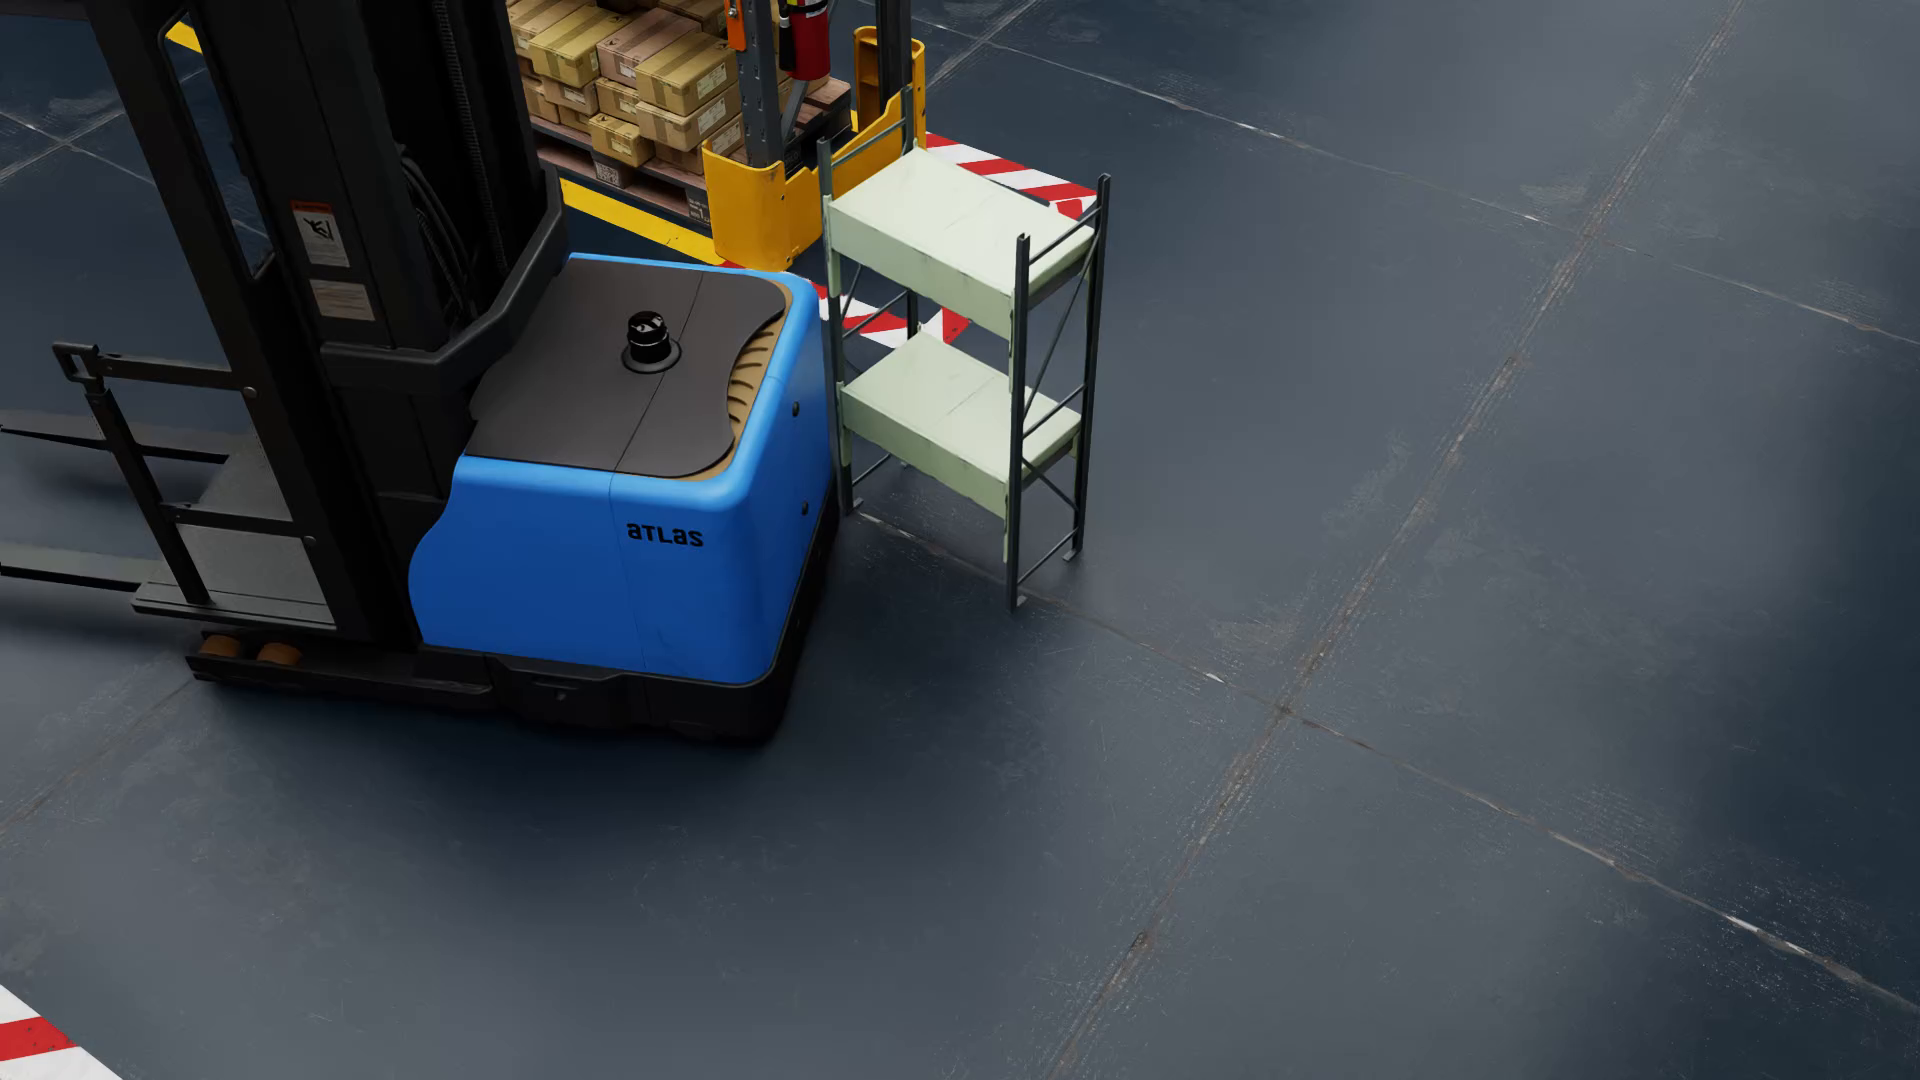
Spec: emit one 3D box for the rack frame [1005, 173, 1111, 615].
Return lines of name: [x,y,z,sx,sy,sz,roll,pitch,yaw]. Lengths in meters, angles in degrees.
rack frame: [0.286,-0.391,5.084,0.023,1.500,0.400,31,53,26]

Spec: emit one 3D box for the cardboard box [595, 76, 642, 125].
cardboard box: [-1.312,-1.921,7.013,0.250,0.149,0.380,24,50,21]

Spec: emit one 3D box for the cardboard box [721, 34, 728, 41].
cardboard box: [-1.025,-2.253,7.336,0.250,0.149,0.380,24,51,22]

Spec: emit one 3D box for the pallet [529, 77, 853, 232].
pallet: [-1.251,-1.893,7.442,1.213,0.211,1.003,25,51,22]

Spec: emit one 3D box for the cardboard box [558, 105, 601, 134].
cardboard box: [-1.525,-1.923,7.222,0.250,0.149,0.380,24,51,22]

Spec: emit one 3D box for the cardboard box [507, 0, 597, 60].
cardboard box: [-1.756,-2.205,7.082,0.250,0.149,0.380,23,50,21]

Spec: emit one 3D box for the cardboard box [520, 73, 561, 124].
cardboard box: [-1.740,-2.010,7.307,0.250,0.149,0.380,25,51,22]

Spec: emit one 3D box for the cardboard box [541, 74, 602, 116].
cardboard box: [-1.559,-1.988,7.078,0.250,0.149,0.380,23,50,21]

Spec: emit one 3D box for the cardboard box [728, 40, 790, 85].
cardboard box: [-0.825,-2.113,7.200,0.250,0.149,0.380,27,52,24]

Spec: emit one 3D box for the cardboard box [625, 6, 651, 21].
cardboard box: [-1.279,-2.295,7.376,0.250,0.149,0.380,25,51,23]

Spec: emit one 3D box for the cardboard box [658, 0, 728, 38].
cardboard box: [-1.077,-2.301,7.175,0.250,0.149,0.380,26,51,23]

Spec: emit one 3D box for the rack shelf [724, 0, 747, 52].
rack shelf: [-2.206,-3.023,7.097,4.000,0.370,1.077,25,51,22]

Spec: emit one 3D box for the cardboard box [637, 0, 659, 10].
cardboard box: [-1.220,-2.476,7.345,0.250,0.149,0.380,25,51,22]

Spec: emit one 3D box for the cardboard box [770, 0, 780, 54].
cardboard box: [-0.780,-2.267,7.142,0.250,0.149,0.380,23,50,20]

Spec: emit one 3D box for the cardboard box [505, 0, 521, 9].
cardboard box: [-2.012,-2.276,7.150,0.250,0.149,0.380,27,51,23]

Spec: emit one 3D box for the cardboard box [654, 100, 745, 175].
cardboard box: [-1.078,-1.730,7.034,0.250,0.149,0.380,26,51,23]

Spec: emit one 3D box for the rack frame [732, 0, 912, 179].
rack frame: [-0.523,-2.499,6.087,0.127,3.000,1.000,25,51,22]

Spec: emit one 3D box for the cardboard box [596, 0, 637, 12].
cardboard box: [-1.474,-2.522,7.390,0.250,0.149,0.380,22,50,20]

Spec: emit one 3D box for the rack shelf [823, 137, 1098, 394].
rack shelf: [0.005,-0.830,4.967,0.720,0.370,0.431,31,53,26]

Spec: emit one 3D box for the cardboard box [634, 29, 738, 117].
cardboard box: [-1.105,-1.911,6.796,0.250,0.149,0.380,25,51,23]

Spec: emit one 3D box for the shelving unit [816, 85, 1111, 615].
shelving unit: [0.005,-0.558,5.247,0.755,1.500,0.431,31,53,26]

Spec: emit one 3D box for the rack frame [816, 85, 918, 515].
rack frame: [-0.276,-0.726,5.410,0.023,1.500,0.400,31,53,26]

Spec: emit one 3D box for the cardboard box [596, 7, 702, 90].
cardboard box: [-1.286,-2.043,6.924,0.250,0.149,0.380,26,51,23]

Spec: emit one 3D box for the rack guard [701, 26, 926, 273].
rack guard: [-0.587,-1.657,7.012,0.348,0.500,1.175,25,51,22]

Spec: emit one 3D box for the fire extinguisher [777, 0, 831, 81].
fire extinguisher: [-0.560,-1.966,5.883,0.183,0.674,0.296,25,51,22]

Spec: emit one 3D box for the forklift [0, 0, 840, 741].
forklift: [-1.978,-0.905,4.586,3.031,2.935,1.130,7,46,6]

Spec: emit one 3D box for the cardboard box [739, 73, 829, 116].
cardboard box: [-0.791,-2.048,7.344,0.250,0.149,0.380,26,51,23]

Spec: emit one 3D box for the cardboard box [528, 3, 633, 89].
cardboard box: [-1.572,-2.067,6.947,0.250,0.149,0.380,24,50,21]

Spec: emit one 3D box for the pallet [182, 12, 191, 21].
pallet: [-3.305,-2.837,8.360,1.213,0.211,1.003,25,51,22]

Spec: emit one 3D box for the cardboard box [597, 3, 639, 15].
cardboard box: [-1.436,-2.460,7.536,0.250,0.149,0.380,26,51,23]

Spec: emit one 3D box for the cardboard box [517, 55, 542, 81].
cardboard box: [-1.730,-2.154,7.239,0.250,0.149,0.380,24,51,22]

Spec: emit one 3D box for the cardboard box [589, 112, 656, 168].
cardboard box: [-1.349,-1.768,7.072,0.250,0.149,0.380,26,51,23]

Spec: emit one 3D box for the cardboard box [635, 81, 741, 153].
cardboard box: [-1.121,-1.788,6.883,0.250,0.149,0.380,23,50,21]

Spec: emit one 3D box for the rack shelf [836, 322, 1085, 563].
rack shelf: [0.005,-0.331,5.481,0.720,0.370,0.431,31,53,26]
